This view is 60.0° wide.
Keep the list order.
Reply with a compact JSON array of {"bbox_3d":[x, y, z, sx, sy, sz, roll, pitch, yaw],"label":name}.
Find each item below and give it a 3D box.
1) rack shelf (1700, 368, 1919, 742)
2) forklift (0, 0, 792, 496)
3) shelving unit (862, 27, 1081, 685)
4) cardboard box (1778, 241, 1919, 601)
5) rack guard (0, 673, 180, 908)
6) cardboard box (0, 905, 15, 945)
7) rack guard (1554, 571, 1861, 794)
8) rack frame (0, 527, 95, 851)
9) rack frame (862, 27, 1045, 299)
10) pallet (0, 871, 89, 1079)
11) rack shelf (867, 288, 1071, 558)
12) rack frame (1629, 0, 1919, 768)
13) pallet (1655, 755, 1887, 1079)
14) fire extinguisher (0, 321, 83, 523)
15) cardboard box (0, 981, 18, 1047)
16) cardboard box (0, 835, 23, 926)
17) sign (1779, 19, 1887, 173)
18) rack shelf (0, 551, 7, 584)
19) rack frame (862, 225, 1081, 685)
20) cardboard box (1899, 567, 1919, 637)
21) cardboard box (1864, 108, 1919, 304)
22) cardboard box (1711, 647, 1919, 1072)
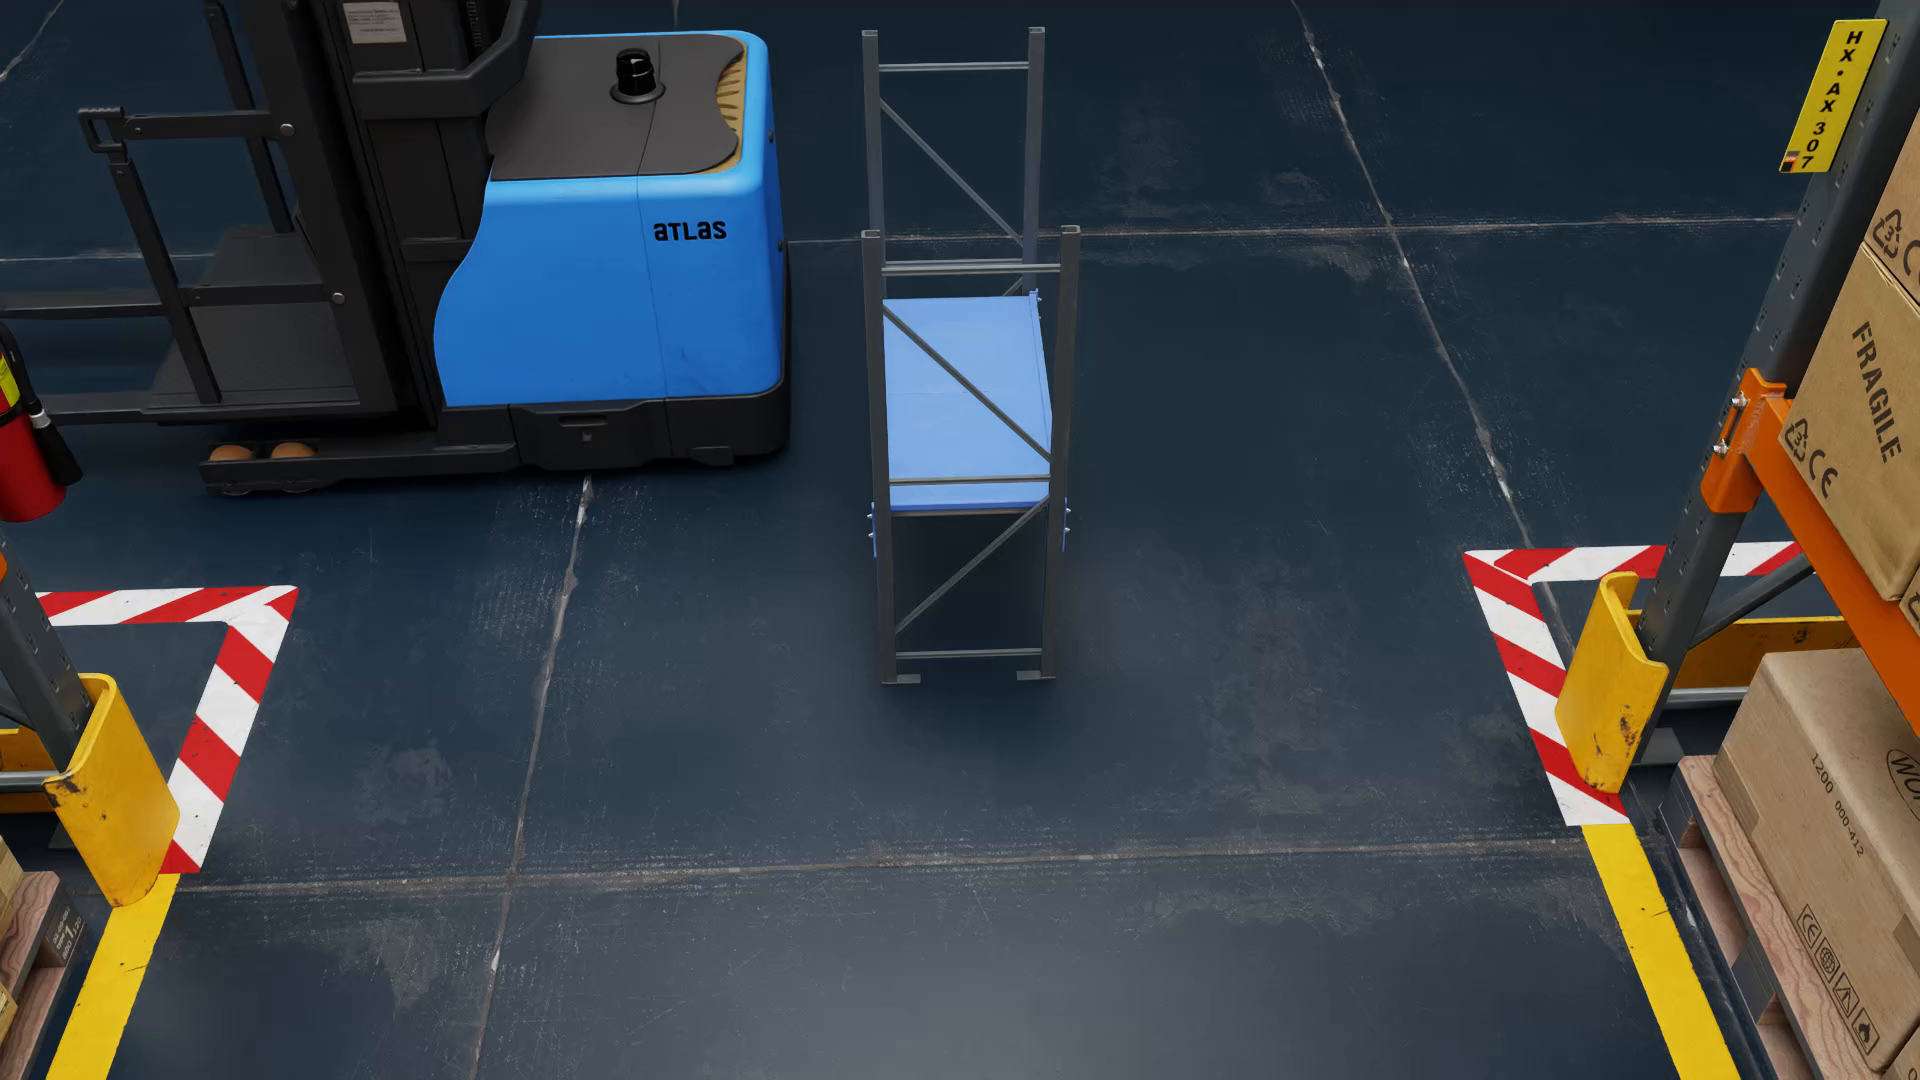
[{"bbox_3d":[2.359,1.081,2.384,1.077,0.370,4.000,-2,43,-2],"label":"rack shelf"},{"bbox_3d":[-2.106,-1.596,4.822,3.031,2.935,1.130,-3,43,-3],"label":"forklift"},{"bbox_3d":[0.004,-0.495,4.680,0.538,1.500,1.048,-2,43,-2],"label":"shelving unit"},{"bbox_3d":[2.008,-0.239,3.217,0.500,0.500,0.500,-2,43,-2],"label":"cardboard box"},{"bbox_3d":[-2.664,0.648,4.173,1.175,0.500,0.348,-2,43,-2],"label":"rack guard"},{"bbox_3d":[-2.436,0.921,3.824,0.380,0.149,0.250,-1,43,-1],"label":"cardboard box"},{"bbox_3d":[2.273,0.370,4.476,1.175,0.500,0.348,-2,43,-2],"label":"rack guard"},{"bbox_3d":[-2.667,-0.325,3.384,1.000,3.000,0.127,-2,43,-2],"label":"rack frame"},{"bbox_3d":[-0.018,-0.838,5.055,0.500,1.500,0.032,-2,43,-2],"label":"rack frame"},{"bbox_3d":[-2.665,1.304,3.671,1.003,0.211,1.213,-2,43,-2],"label":"pallet"},{"bbox_3d":[0.004,-0.363,4.802,0.538,0.185,1.000,-2,43,-2],"label":"rack shelf"},{"bbox_3d":[2.274,-0.535,3.614,1.000,3.000,0.127,-2,43,-2],"label":"rack frame"},{"bbox_3d":[2.386,1.031,3.969,1.003,0.211,1.213,-2,43,-2],"label":"pallet"},{"bbox_3d":[-2.217,-0.342,3.736,0.296,0.674,0.183,-2,43,-2],"label":"fire extinguisher"},{"bbox_3d":[-2.324,1.092,3.638,0.380,0.149,0.250,0,43,0],"label":"cardboard box"},{"bbox_3d":[-2.360,0.810,3.725,0.380,0.149,0.250,-3,43,-3],"label":"cardboard box"},{"bbox_3d":[1.719,-0.871,3.281,0.100,0.325,0.005,-2,43,-2],"label":"sign"},{"bbox_3d":[-2.582,1.291,2.154,1.077,0.370,4.000,-2,43,-2],"label":"rack shelf"},{"bbox_3d":[0.025,-0.152,4.306,0.500,1.500,0.032,-2,43,-2],"label":"rack frame"},{"bbox_3d":[2.057,0.101,2.846,0.500,0.500,0.500,-2,43,-2],"label":"cardboard box"},{"bbox_3d":[2.010,-0.608,2.879,0.500,0.500,0.500,-3,43,-3],"label":"cardboard box"},{"bbox_3d":[2.402,0.698,3.854,0.875,0.438,0.875,-3,43,-3],"label":"cardboard box"}]
